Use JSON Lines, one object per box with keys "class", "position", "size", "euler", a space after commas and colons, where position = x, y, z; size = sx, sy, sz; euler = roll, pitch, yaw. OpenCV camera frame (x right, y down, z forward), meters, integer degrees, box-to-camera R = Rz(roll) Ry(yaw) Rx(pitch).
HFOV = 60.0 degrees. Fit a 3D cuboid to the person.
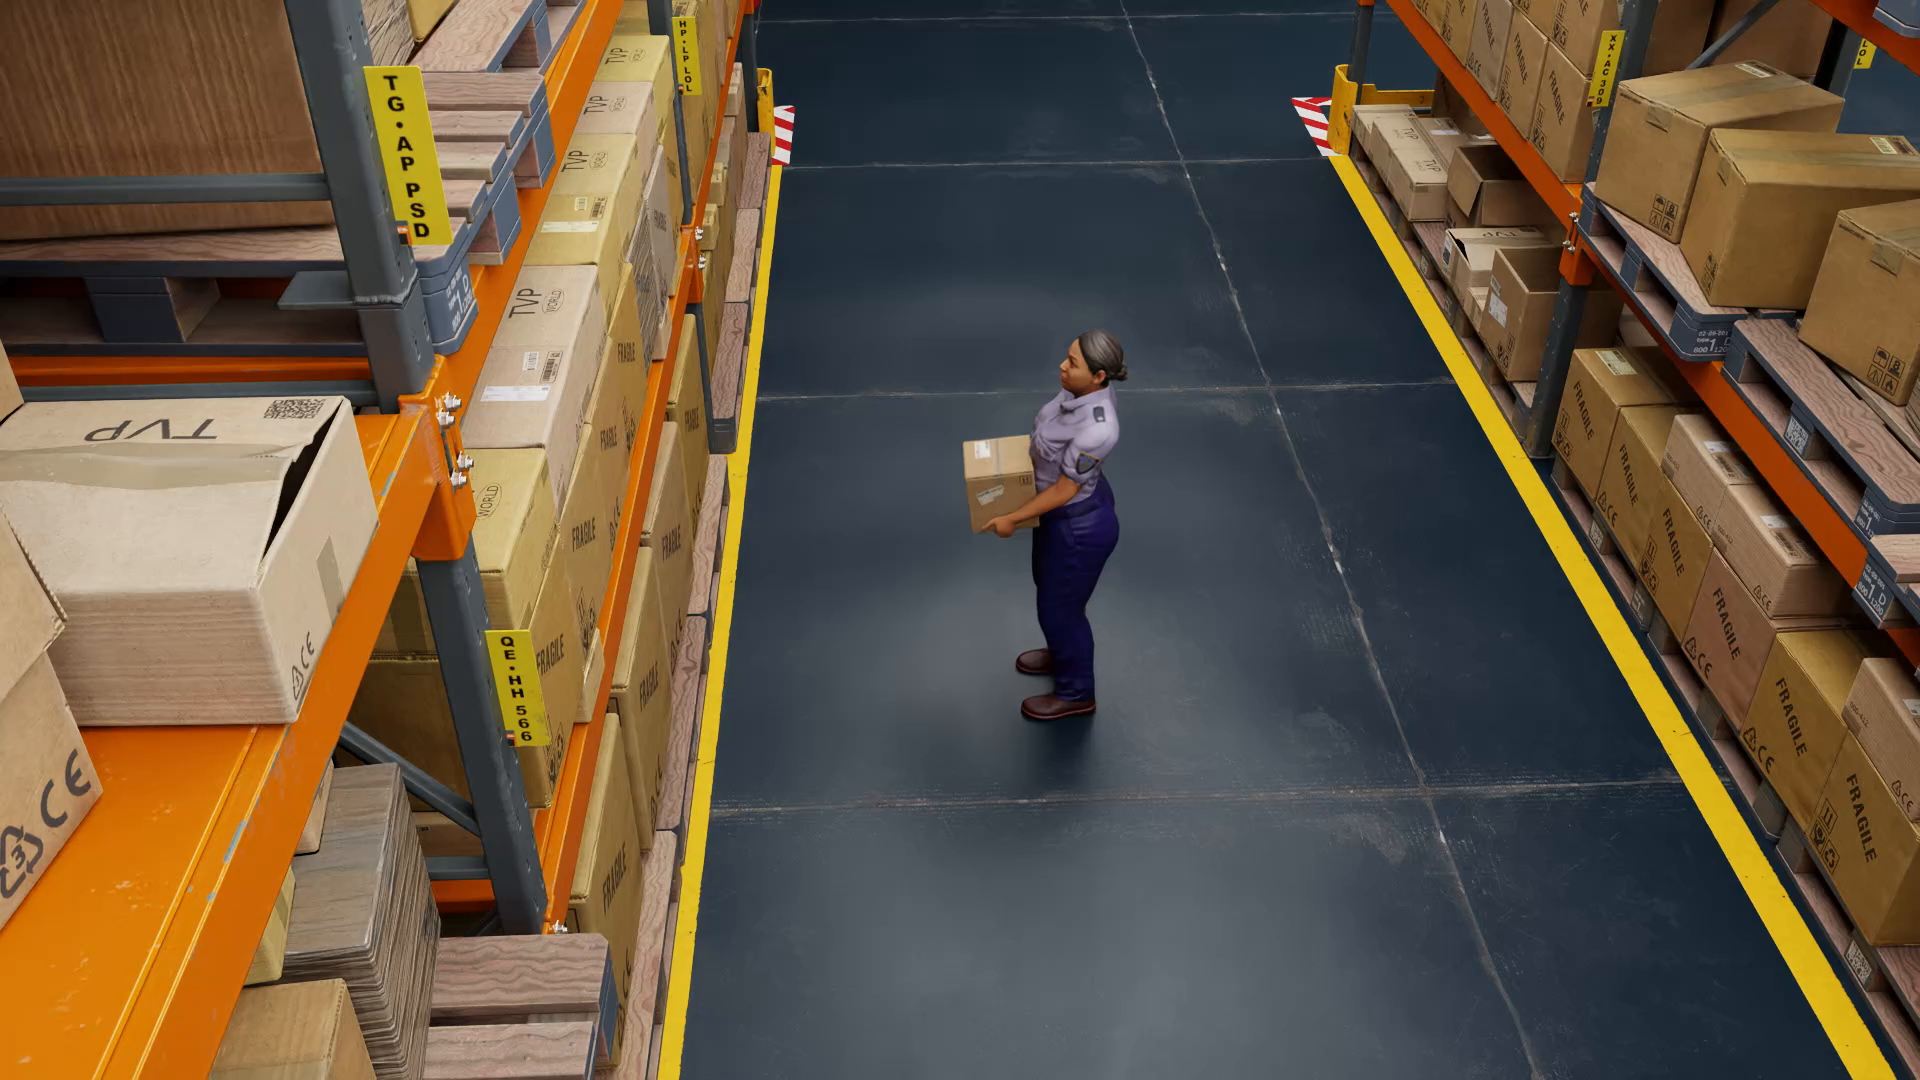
{"class": "person", "position": [0.337, -0.064, 6.258], "size": [0.518, 1.636, 0.453], "euler": [-1, 35, -1]}
